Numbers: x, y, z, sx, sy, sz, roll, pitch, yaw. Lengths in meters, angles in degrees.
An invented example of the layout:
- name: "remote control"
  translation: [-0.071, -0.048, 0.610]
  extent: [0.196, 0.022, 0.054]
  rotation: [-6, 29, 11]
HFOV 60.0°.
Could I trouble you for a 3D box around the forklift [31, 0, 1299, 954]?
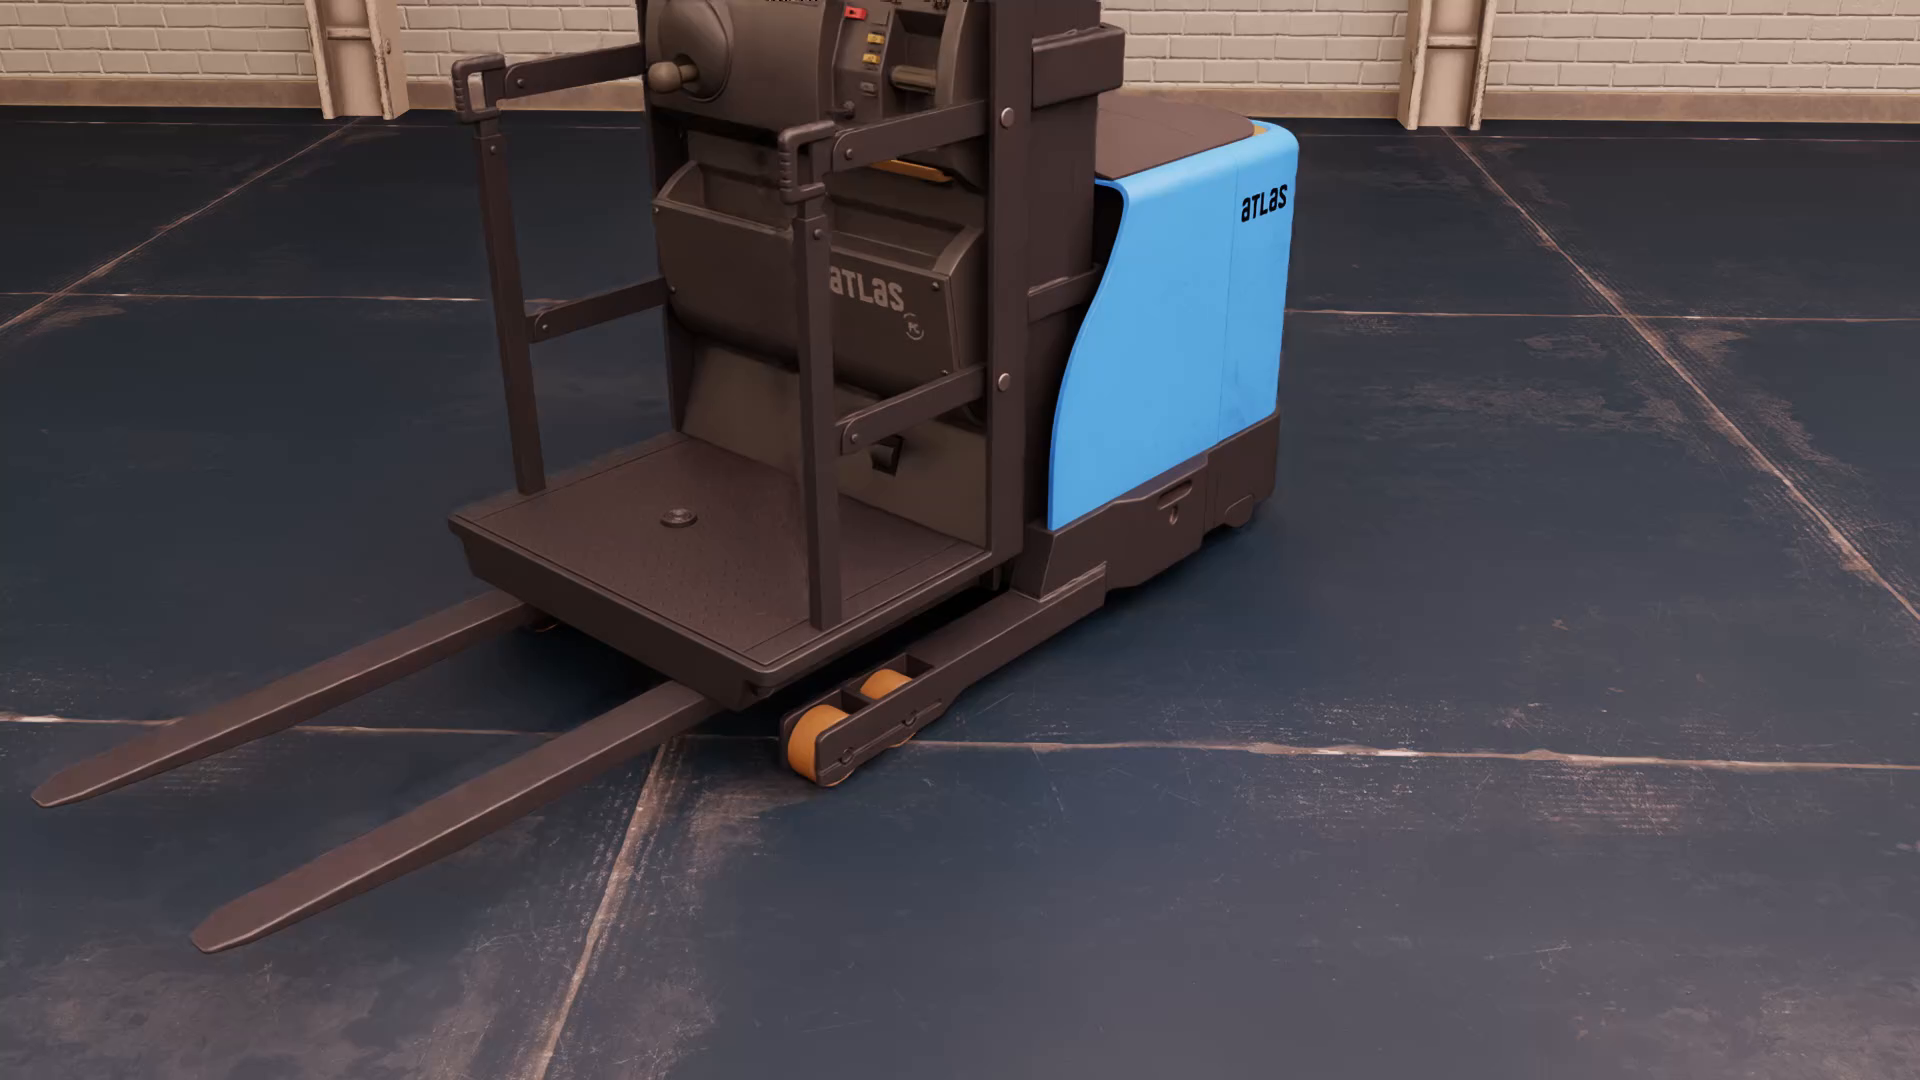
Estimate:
- name: "forklift"
  translation: [-0.469, -1.052, 3.342]
  extent: [1.130, 2.935, 3.031]
  rotation: [21, 33, 36]
